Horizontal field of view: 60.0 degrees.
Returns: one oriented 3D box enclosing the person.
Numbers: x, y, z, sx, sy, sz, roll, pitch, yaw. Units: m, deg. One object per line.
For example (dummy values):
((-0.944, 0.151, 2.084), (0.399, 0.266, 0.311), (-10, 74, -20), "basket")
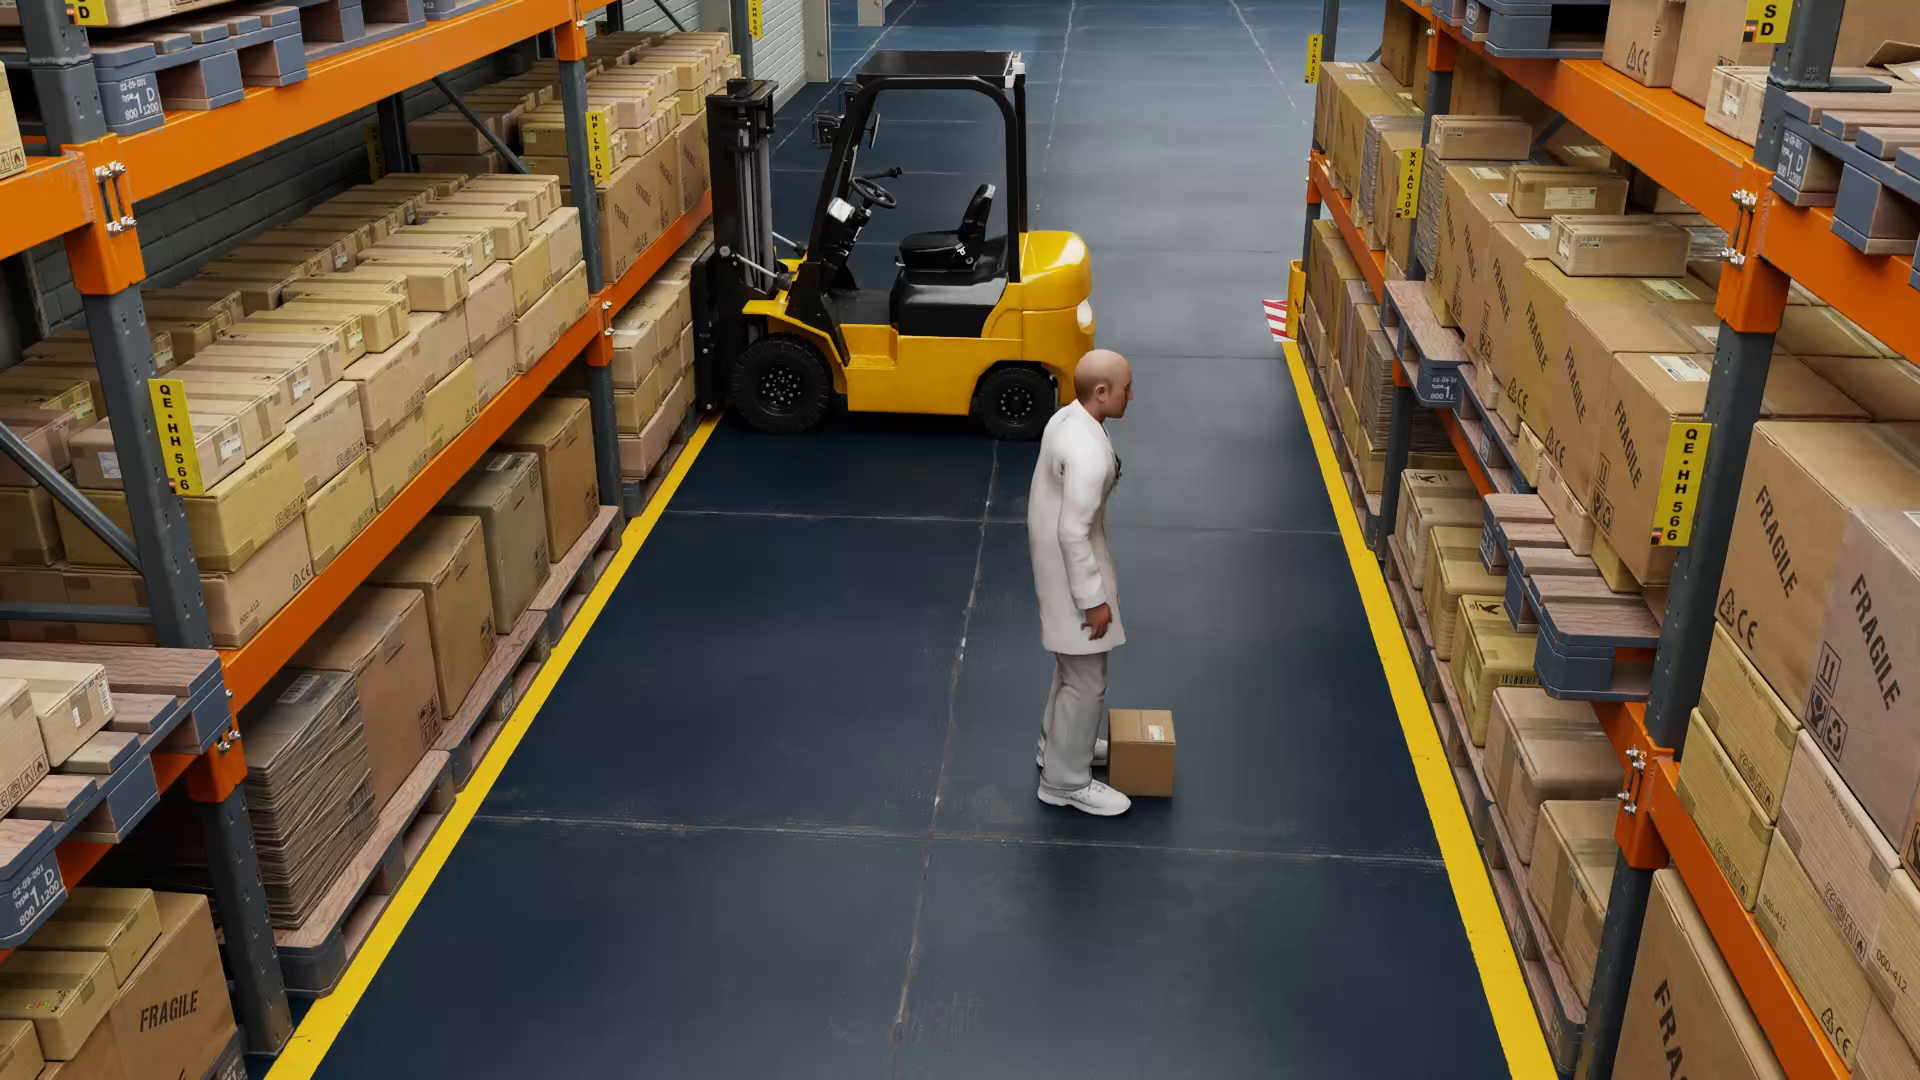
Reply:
((0.467, 0.136, 6.319), (0.426, 1.773, 0.652), (0, 24, 1), "person")
